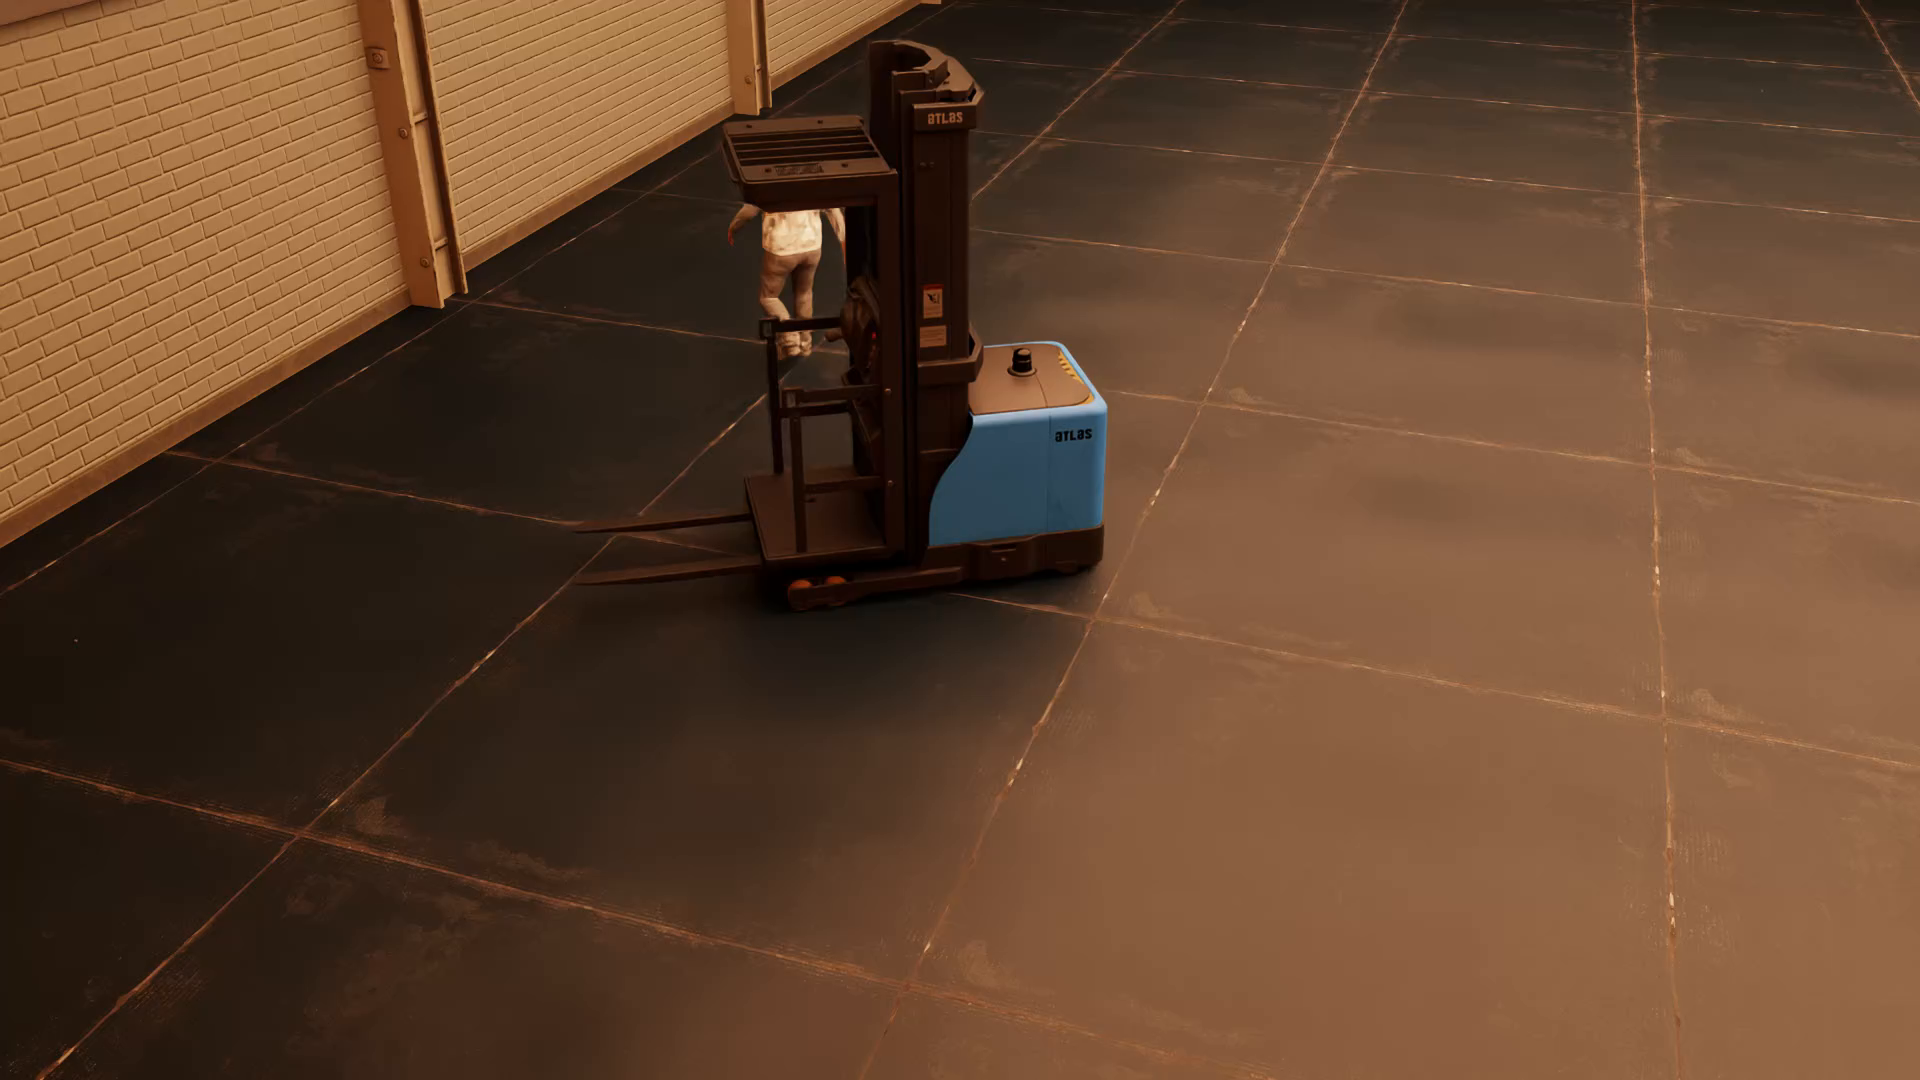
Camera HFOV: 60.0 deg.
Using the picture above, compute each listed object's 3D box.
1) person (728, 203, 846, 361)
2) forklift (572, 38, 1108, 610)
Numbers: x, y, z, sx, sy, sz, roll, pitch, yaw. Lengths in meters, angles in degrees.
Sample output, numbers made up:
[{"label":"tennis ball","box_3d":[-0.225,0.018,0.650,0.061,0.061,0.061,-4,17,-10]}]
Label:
[{"label":"person","box_3d":[-1.216,-2.131,12.069,0.803,1.755,0.630,-14,33,-24]},{"label":"forklift","box_3d":[-0.731,-1.164,9.178,3.031,2.935,1.130,-6,30,-11]}]
